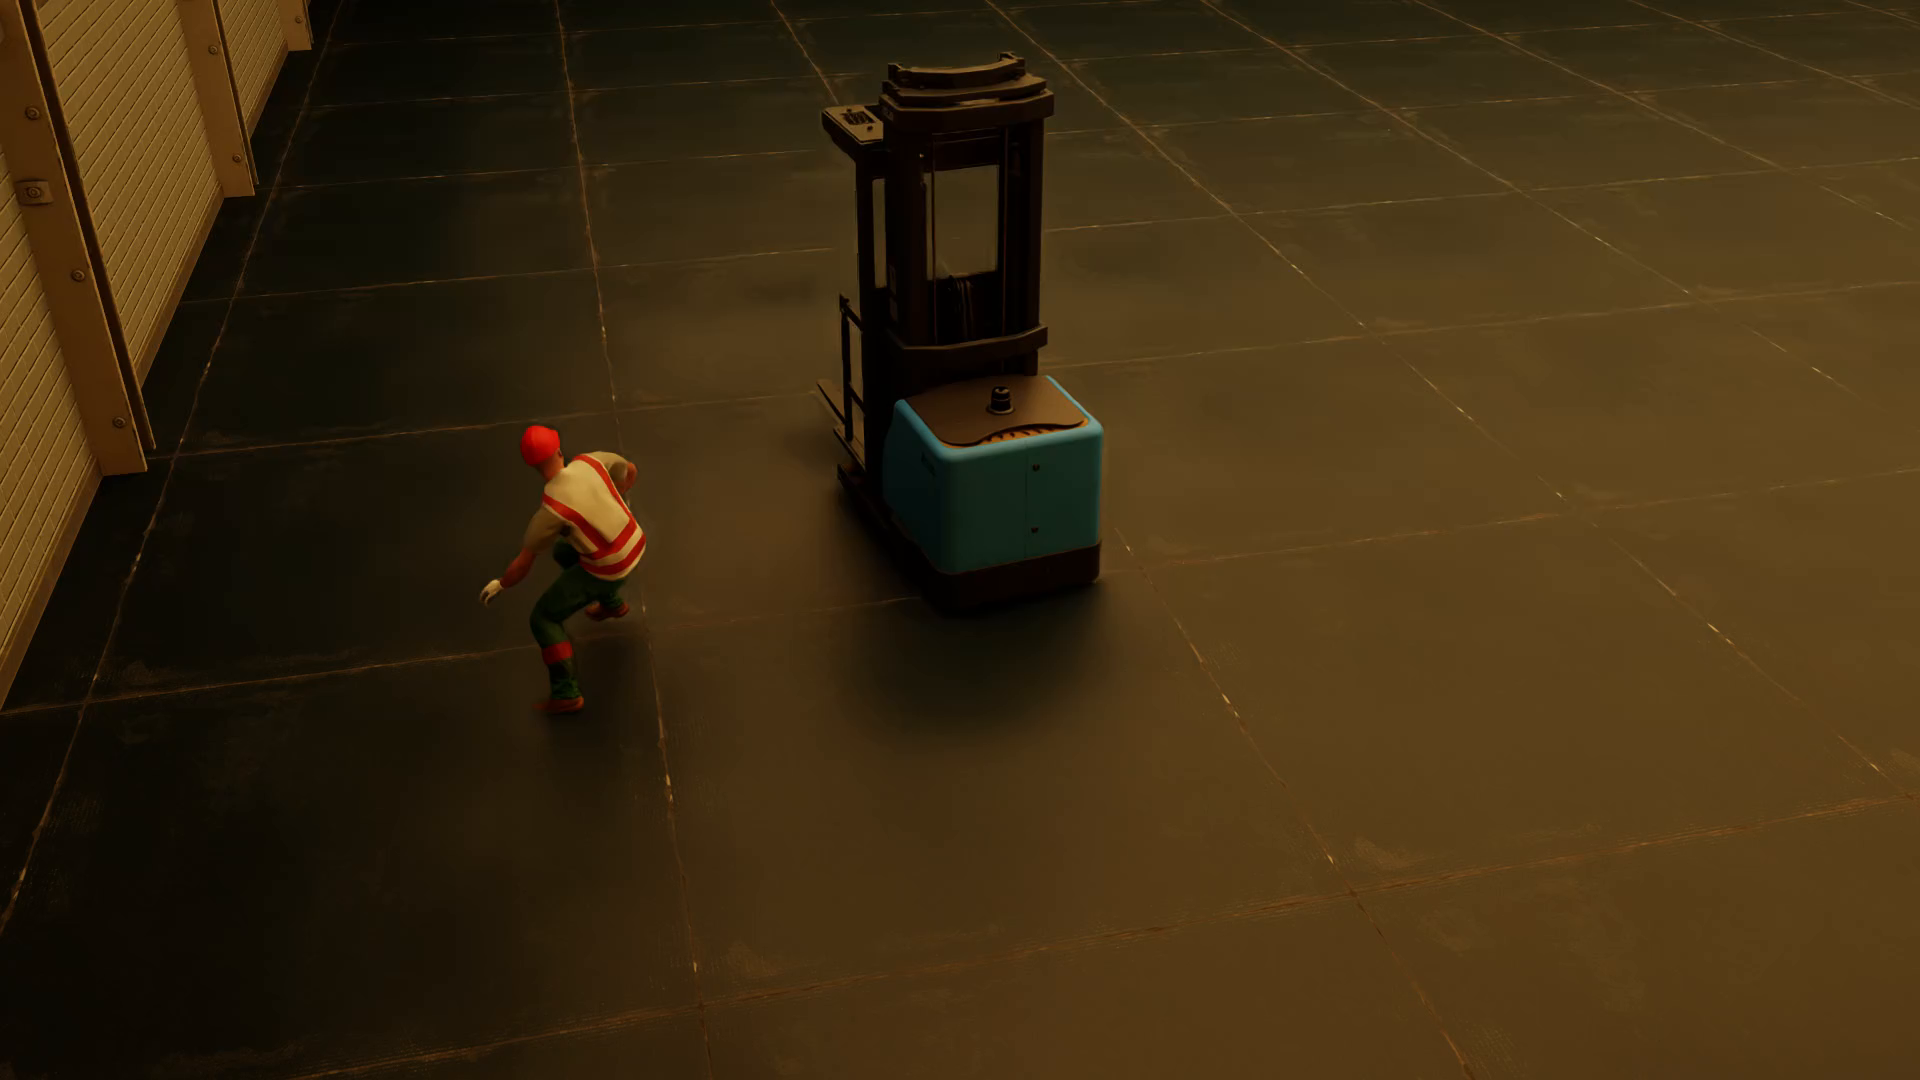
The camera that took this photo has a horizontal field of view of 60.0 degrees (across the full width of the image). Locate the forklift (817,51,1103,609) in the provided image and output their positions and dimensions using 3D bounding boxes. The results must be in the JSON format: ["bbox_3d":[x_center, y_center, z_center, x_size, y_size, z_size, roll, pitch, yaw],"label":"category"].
[{"bbox_3d":[-0.169,-1.589,10.320,1.130,2.935,3.031,-11,32,-18],"label":"forklift"}]

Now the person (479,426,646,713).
[{"bbox_3d":[-2.093,0.086,8.899,0.707,1.544,0.887,11,32,17],"label":"person"}]
